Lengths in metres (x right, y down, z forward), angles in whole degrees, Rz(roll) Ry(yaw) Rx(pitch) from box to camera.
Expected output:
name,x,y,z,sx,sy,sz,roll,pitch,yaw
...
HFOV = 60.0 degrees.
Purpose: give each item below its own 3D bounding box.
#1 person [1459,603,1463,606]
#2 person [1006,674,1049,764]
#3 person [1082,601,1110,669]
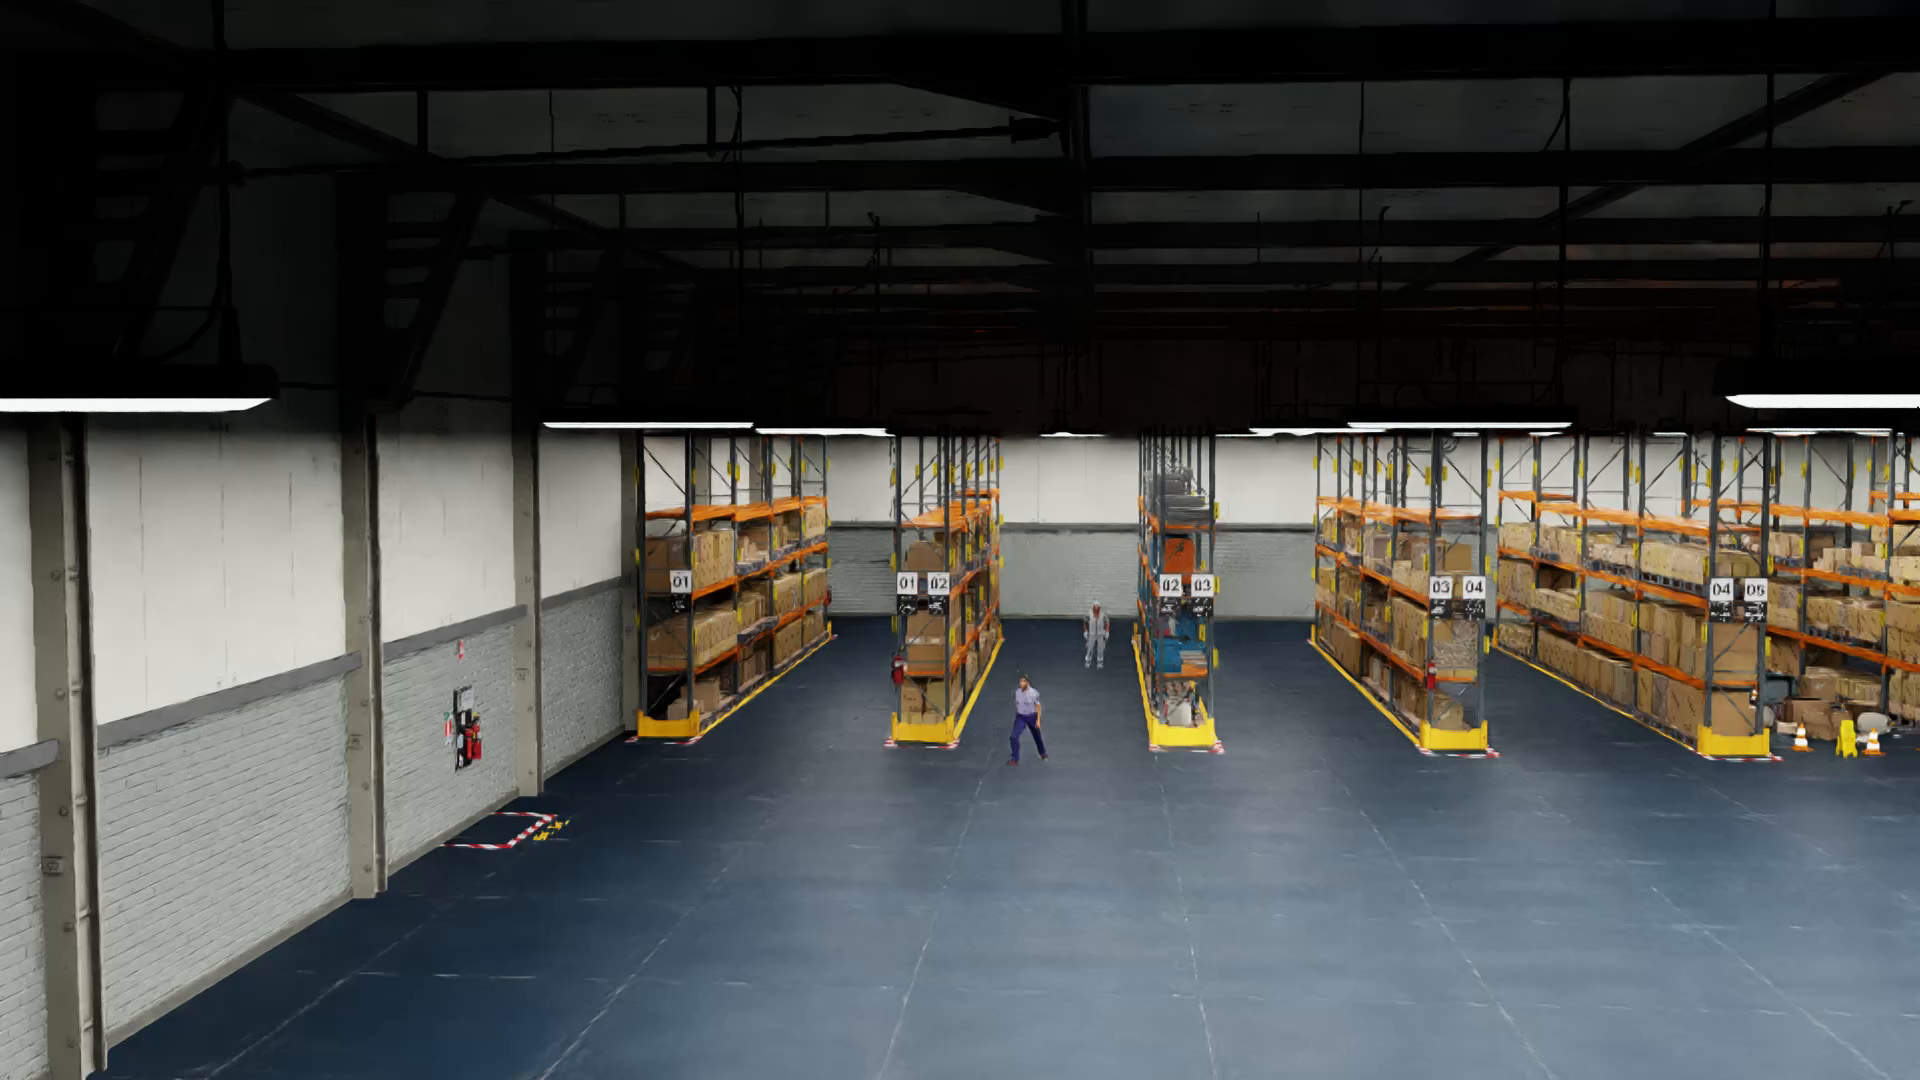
name,x,y,z,sx,sy,sz,roll,pitch,yaw
person,14.947,1.948,48.803,0.634,1.620,1.045,2,4,25
person,1.210,3.144,29.318,0.524,1.584,0.946,2,4,26
person,3.368,2.355,41.187,0.677,1.742,0.550,0,3,3
